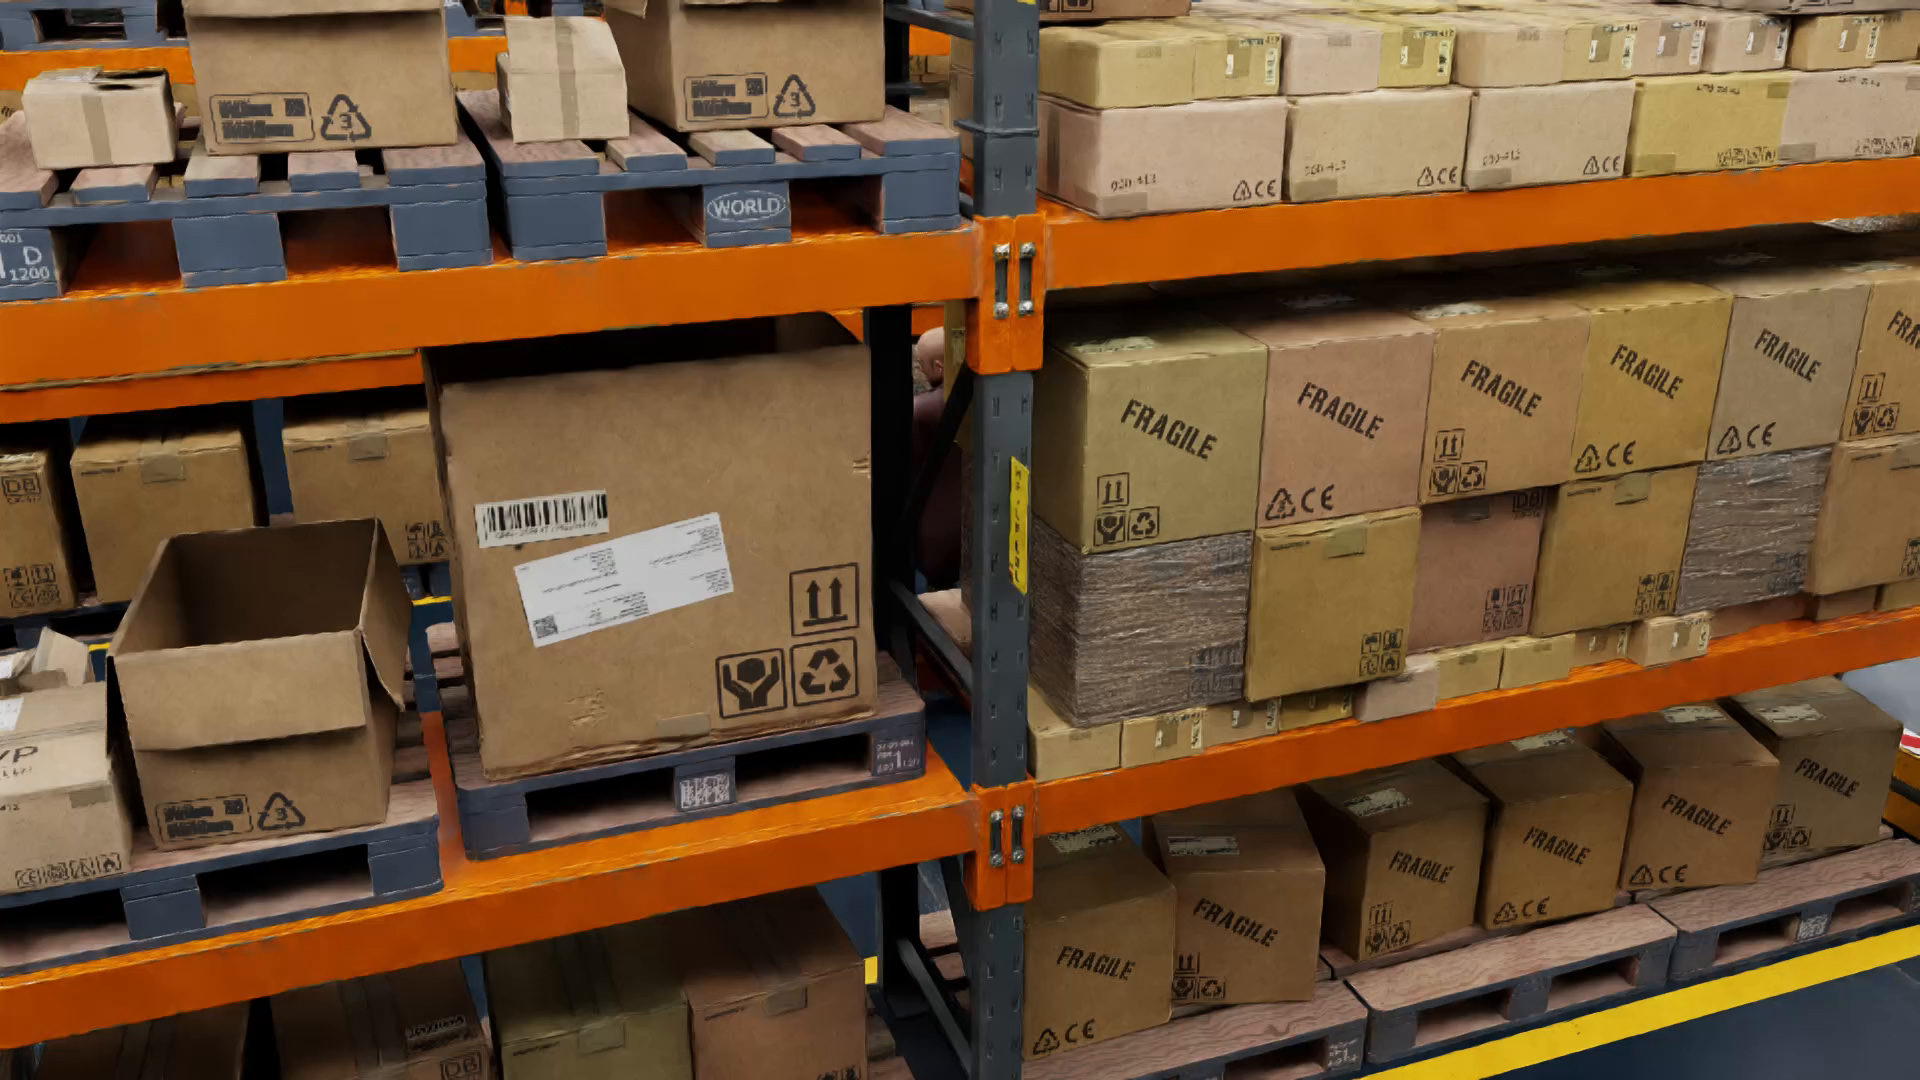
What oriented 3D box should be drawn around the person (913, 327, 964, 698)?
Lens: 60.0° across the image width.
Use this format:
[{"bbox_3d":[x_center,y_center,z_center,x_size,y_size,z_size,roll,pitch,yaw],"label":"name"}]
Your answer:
[{"bbox_3d":[0.032,-0.087,7.325,0.666,1.748,0.464,-1,22,-3],"label":"person"}]
